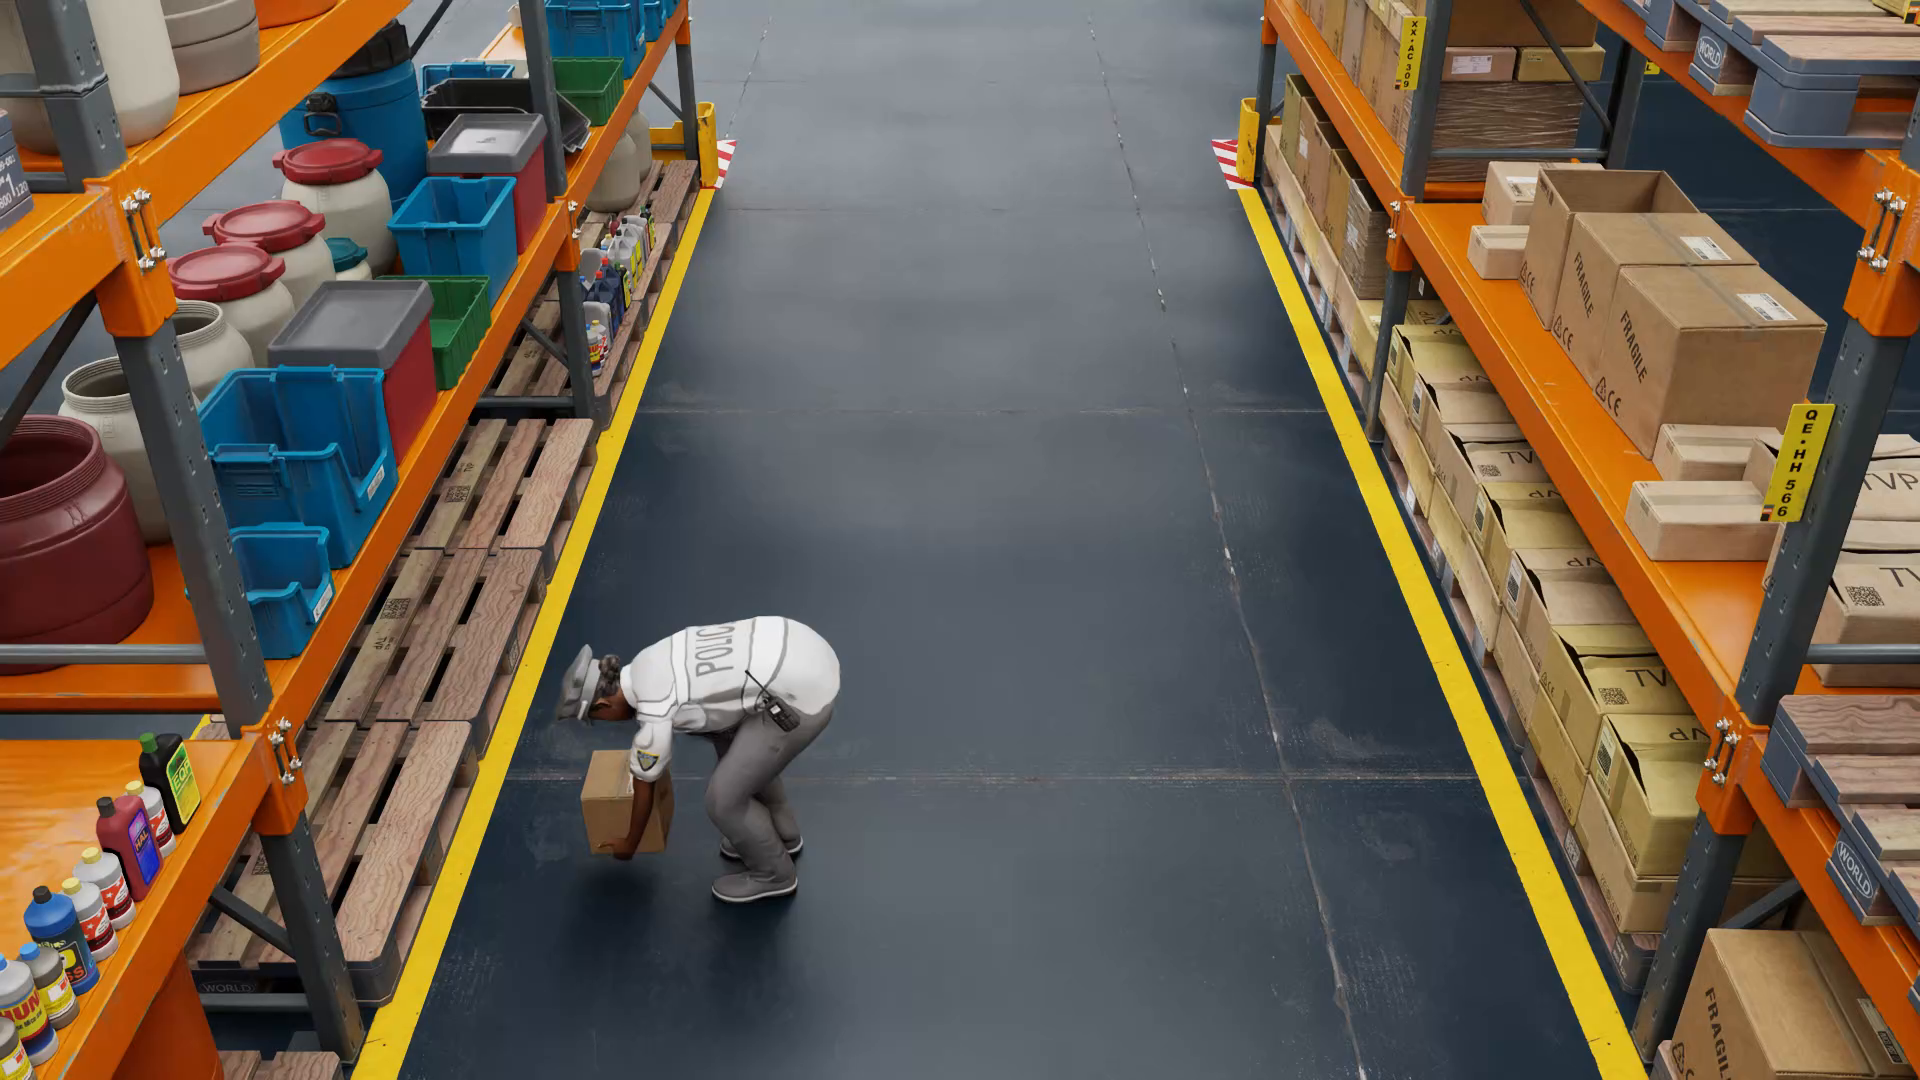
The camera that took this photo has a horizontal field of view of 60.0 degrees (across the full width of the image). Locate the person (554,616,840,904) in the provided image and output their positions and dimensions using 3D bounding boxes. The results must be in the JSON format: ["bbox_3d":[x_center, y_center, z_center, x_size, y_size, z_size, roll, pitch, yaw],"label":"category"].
[{"bbox_3d":[-0.856,0.736,5.568,0.934,1.009,0.423,-1,32,-2],"label":"person"}]
